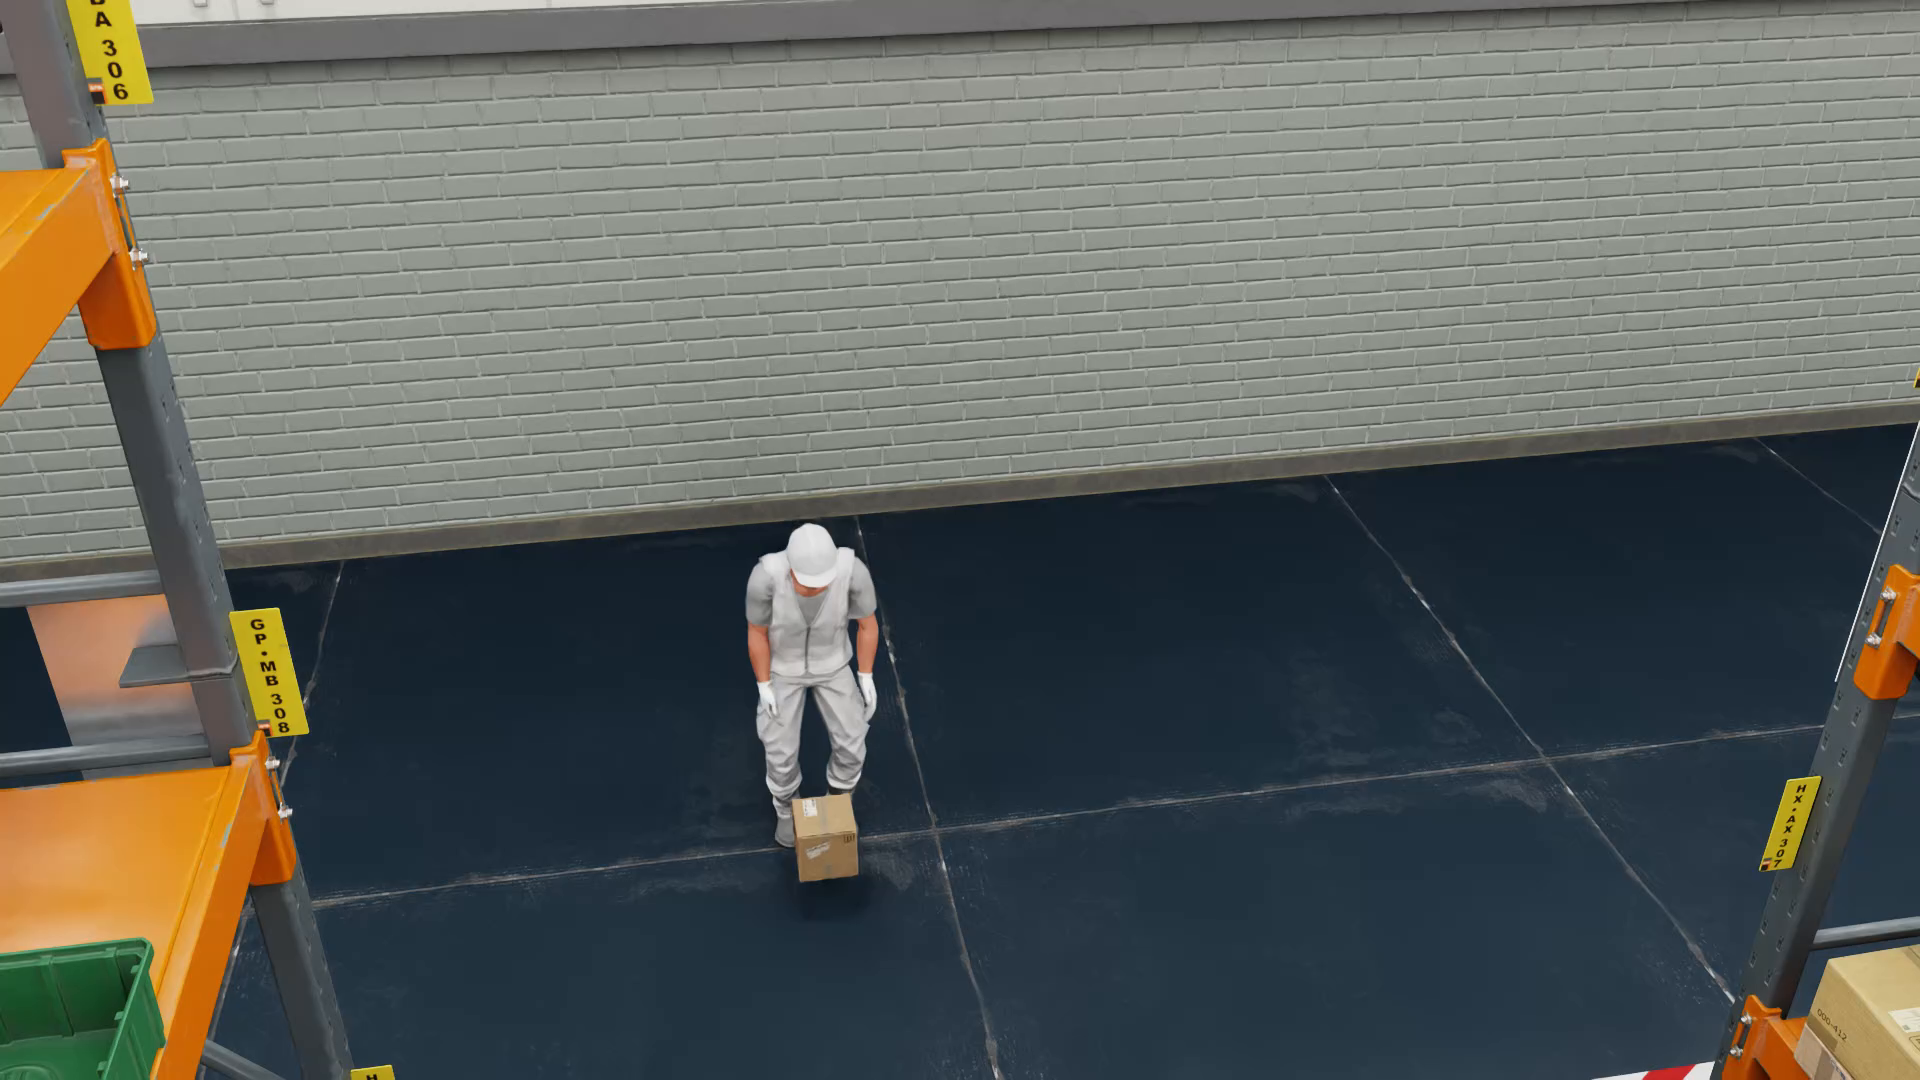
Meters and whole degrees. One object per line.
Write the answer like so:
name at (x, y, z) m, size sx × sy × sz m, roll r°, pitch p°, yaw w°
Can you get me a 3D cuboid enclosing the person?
person at (-0.627, 0.598, 7.220) m, size 0.560 × 1.666 × 0.558 m, roll -5°, pitch 31°, yaw -8°
